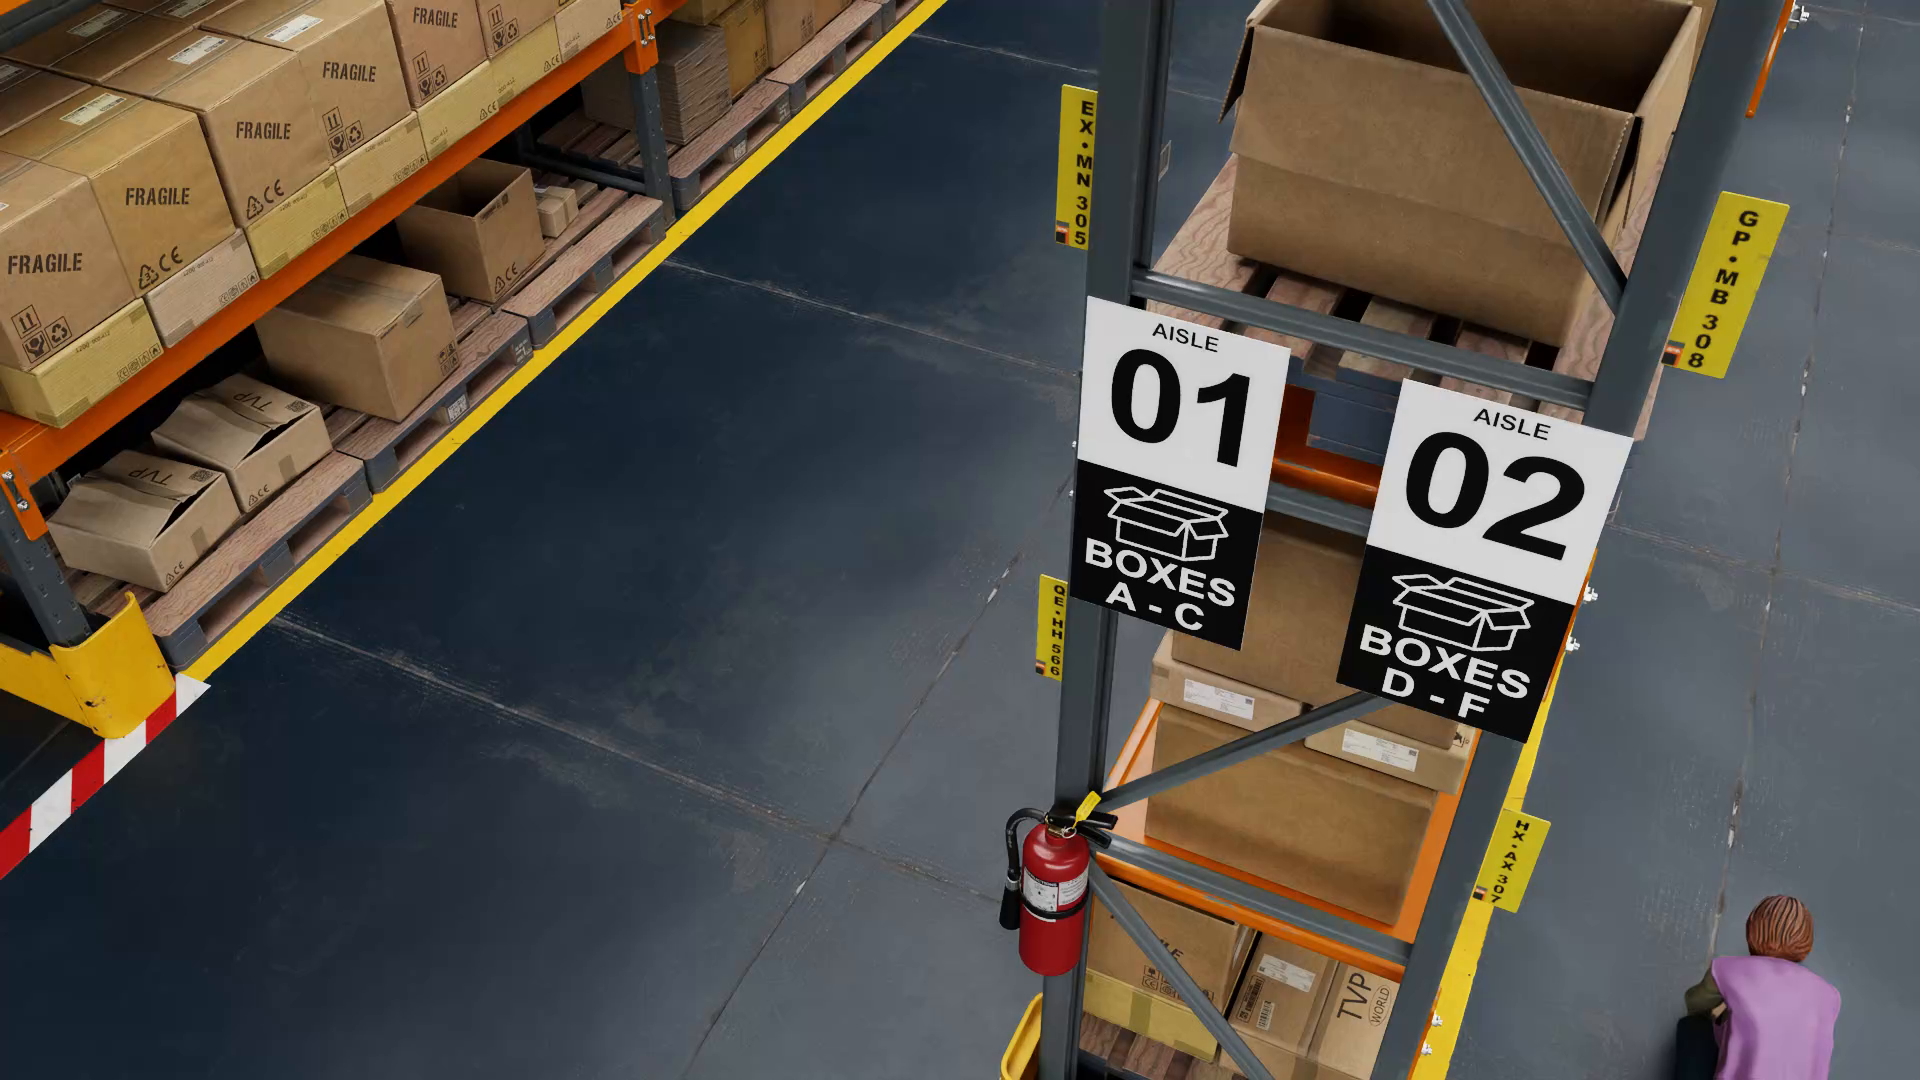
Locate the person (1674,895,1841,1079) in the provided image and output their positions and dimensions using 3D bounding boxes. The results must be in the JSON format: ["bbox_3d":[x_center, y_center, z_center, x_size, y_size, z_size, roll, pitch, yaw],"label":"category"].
[{"bbox_3d":[2.415,1.589,5.051,0.437,0.774,0.805,17,45,18],"label":"person"}]
